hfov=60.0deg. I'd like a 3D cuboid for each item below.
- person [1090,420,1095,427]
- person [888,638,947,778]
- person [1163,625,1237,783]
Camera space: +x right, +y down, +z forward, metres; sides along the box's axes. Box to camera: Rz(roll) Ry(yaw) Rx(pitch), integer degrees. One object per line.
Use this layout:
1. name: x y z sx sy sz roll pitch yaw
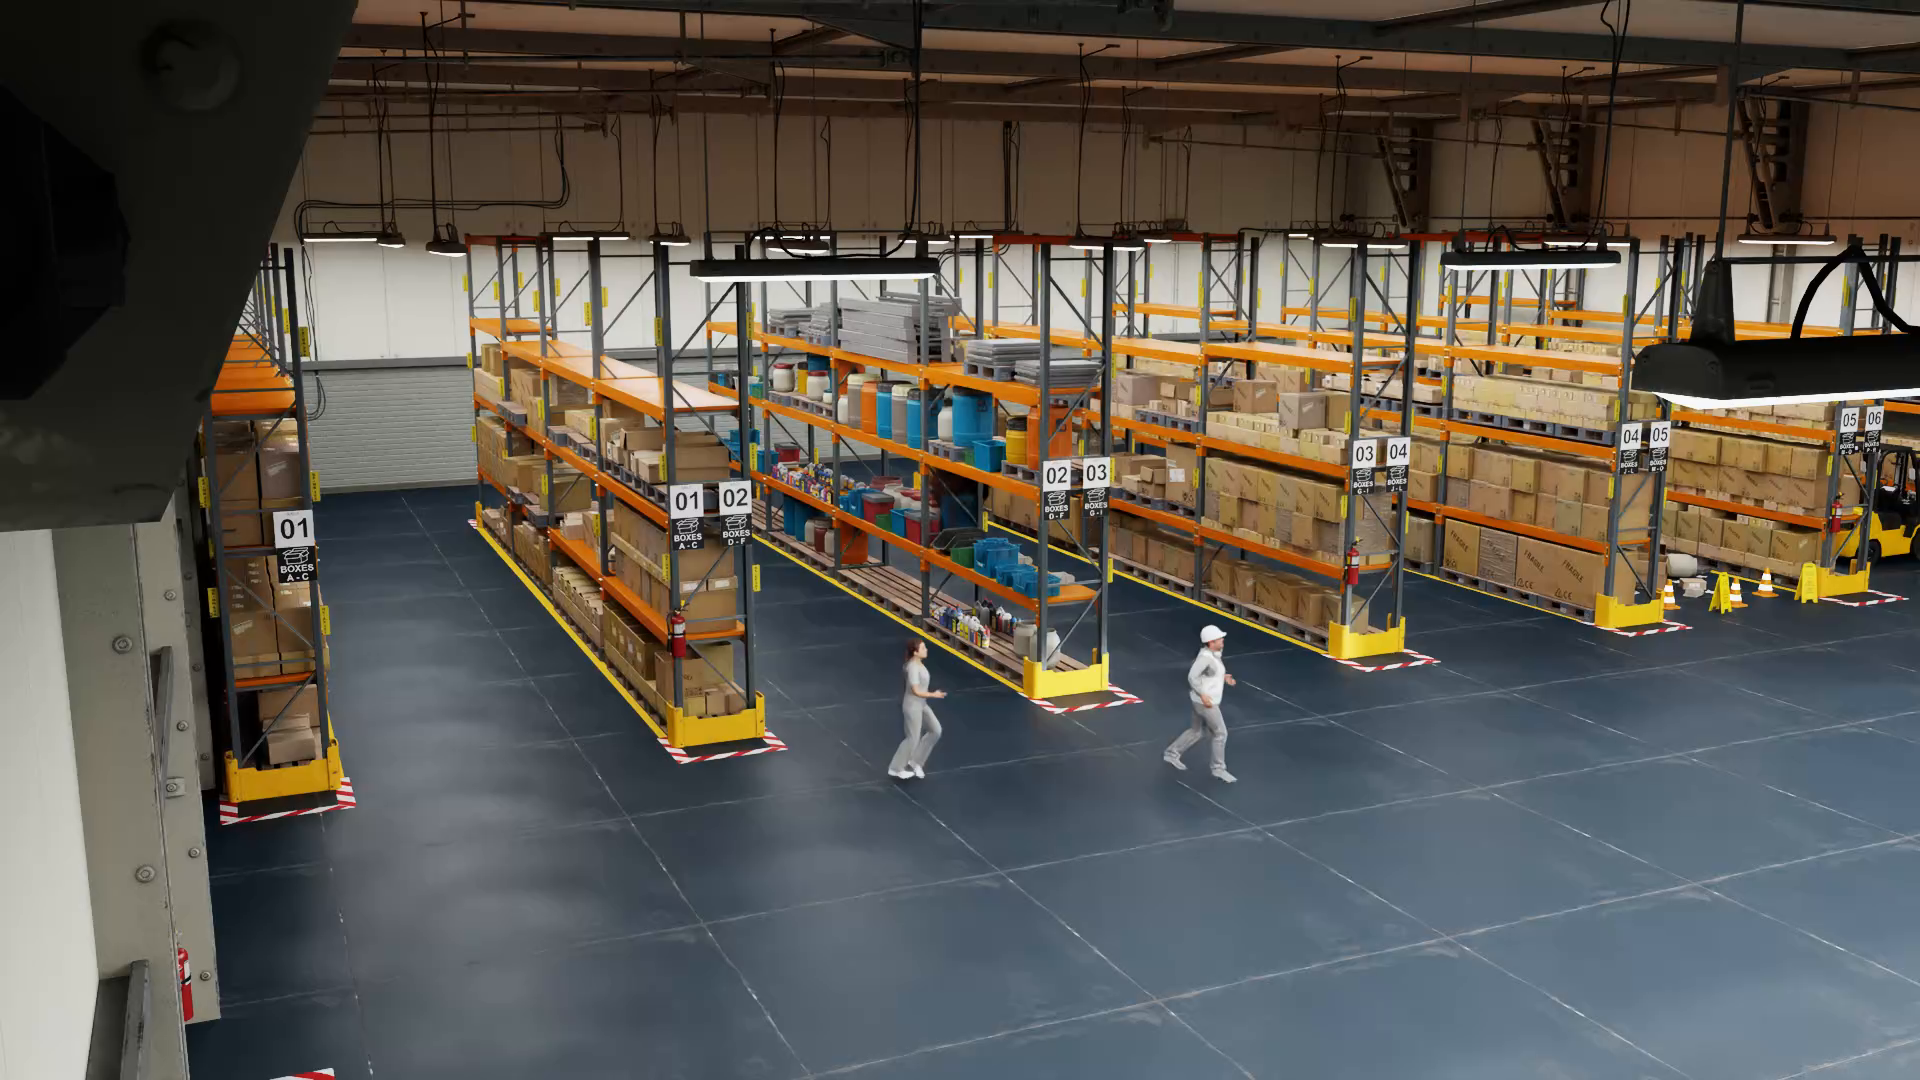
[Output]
1. person: 3.000 -1.952 38.704 0.757 1.720 0.680 -4 12 -22
2. person: -0.479 1.926 18.891 0.683 1.690 0.589 1 11 8
3. person: 2.750 1.843 18.940 0.837 1.809 0.656 1 11 5
